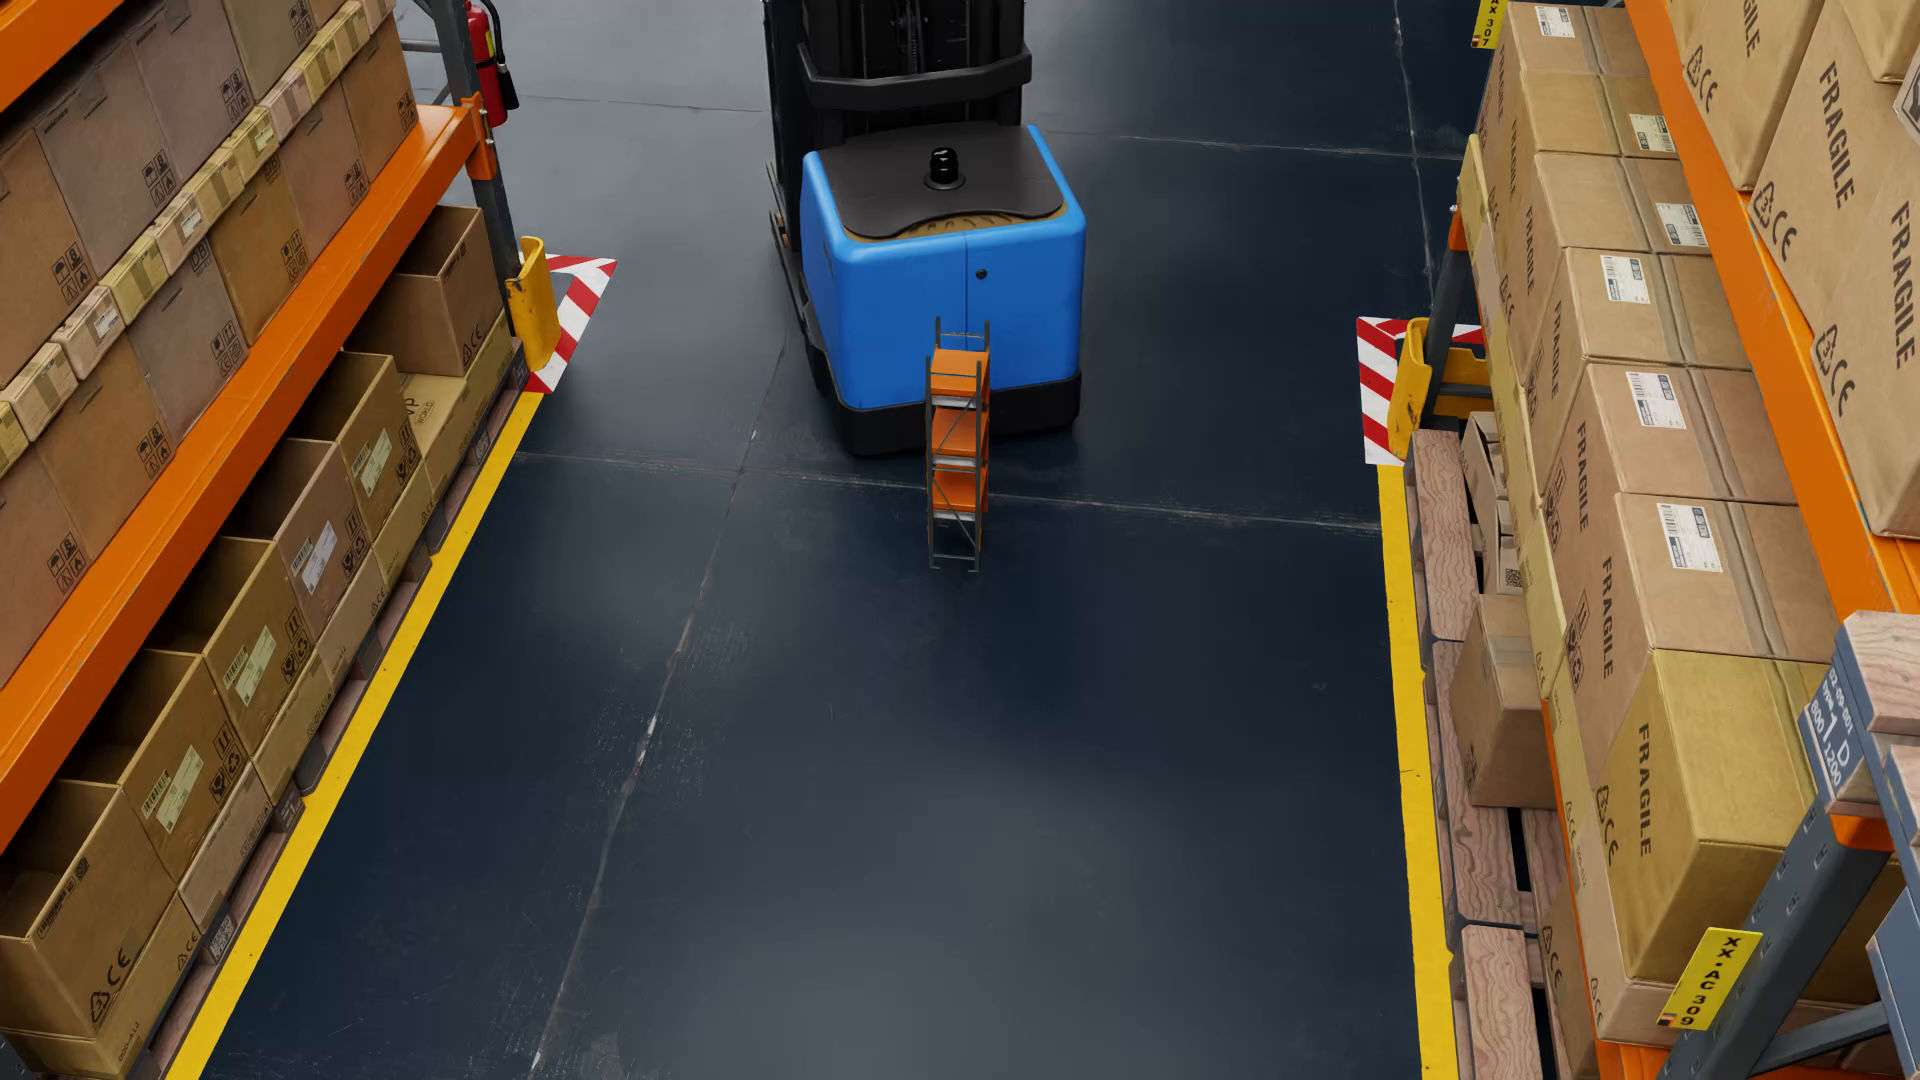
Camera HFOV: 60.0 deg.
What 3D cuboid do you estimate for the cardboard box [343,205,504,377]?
[{"bbox_3d":[-2.232,-1.033,6.809,0.500,0.500,0.500,5,44,6],"label":"cardboard box"}]

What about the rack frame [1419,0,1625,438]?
[{"bbox_3d":[2.454,-1.552,6.207,1.000,3.000,0.127,5,44,6],"label":"rack frame"}]

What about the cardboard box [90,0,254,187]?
[{"bbox_3d":[-2.668,-1.451,5.085,0.700,0.500,0.500,5,44,6],"label":"cardboard box"}]

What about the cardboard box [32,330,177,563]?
[{"bbox_3d":[-2.799,-0.314,4.828,0.700,0.500,0.500,6,44,6],"label":"cardboard box"}]

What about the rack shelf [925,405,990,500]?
[{"bbox_3d":[-0.007,-0.337,6.358,0.215,0.259,0.240,5,44,6],"label":"rack shelf"}]

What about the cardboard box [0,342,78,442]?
[{"bbox_3d":[-2.624,-0.407,4.454,0.380,0.149,0.250,4,44,4],"label":"cardboard box"}]

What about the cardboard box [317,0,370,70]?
[{"bbox_3d":[-2.351,-1.815,5.941,0.380,0.149,0.250,6,44,7],"label":"cardboard box"}]

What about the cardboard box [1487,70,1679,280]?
[{"bbox_3d":[2.018,-1.143,5.325,0.500,0.500,0.500,5,44,6],"label":"cardboard box"}]

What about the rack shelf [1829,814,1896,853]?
[{"bbox_3d":[1.661,1.709,1.105,1.077,0.370,4.000,5,44,6],"label":"rack shelf"}]

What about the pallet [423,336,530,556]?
[{"bbox_3d":[-2.516,-0.462,7.084,1.003,0.211,1.213,5,44,6],"label":"pallet"}]

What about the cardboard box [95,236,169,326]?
[{"bbox_3d":[-2.556,-0.767,4.834,0.380,0.149,0.250,5,44,5],"label":"cardboard box"}]

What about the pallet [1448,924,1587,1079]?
[{"bbox_3d":[1.979,1.726,4.774,1.003,0.211,1.213,5,44,6],"label":"pallet"}]

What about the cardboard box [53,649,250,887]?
[{"bbox_3d":[-2.555,0.671,5.009,0.500,0.500,0.500,5,44,6],"label":"cardboard box"}]

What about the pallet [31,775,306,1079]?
[{"bbox_3d":[-2.839,1.201,5.328,1.003,0.211,1.213,5,44,6],"label":"pallet"}]

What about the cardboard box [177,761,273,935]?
[{"bbox_3d":[-2.552,0.944,5.266,0.500,0.250,0.500,5,44,6],"label":"cardboard box"}]

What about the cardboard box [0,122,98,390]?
[{"bbox_3d":[-2.800,-0.770,4.365,0.700,0.500,0.500,5,44,5],"label":"cardboard box"}]

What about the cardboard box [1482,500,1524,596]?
[{"bbox_3d":[2.198,0.117,6.081,0.500,0.311,0.500,9,44,9],"label":"cardboard box"}]

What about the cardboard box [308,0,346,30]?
[{"bbox_3d":[-2.538,-2.154,5.827,0.700,0.500,0.500,5,44,6],"label":"cardboard box"}]

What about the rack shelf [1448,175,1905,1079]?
[{"bbox_3d":[2.190,0.072,5.015,1.077,0.370,4.000,5,44,6],"label":"rack shelf"}]

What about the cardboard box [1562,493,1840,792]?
[{"bbox_3d":[1.742,0.258,3.845,0.500,0.500,0.500,5,44,5],"label":"cardboard box"}]

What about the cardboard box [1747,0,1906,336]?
[{"bbox_3d":[1.827,-0.669,3.006,0.500,0.500,0.500,2,43,2],"label":"cardboard box"}]

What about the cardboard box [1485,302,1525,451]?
[{"bbox_3d":[1.947,-0.499,5.190,0.500,0.250,0.500,5,44,5],"label":"cardboard box"}]

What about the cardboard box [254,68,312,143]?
[{"bbox_3d":[-2.420,-1.470,5.576,0.380,0.149,0.250,6,44,6],"label":"cardboard box"}]

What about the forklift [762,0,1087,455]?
[{"bbox_3d":[-0.322,-2.450,7.206,1.130,2.935,3.031,-9,44,-10],"label":"forklift"}]

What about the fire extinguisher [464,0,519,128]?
[{"bbox_3d":[-1.980,-2.010,6.747,0.296,0.674,0.183,5,44,6],"label":"fire extinguisher"}]

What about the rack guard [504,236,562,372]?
[{"bbox_3d":[-2.453,-1.108,7.557,1.175,0.500,0.348,5,44,6],"label":"rack guard"}]

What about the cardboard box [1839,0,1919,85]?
[{"bbox_3d":[1.785,-1.064,2.696,0.500,0.500,0.500,7,44,8],"label":"cardboard box"}]

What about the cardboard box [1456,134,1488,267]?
[{"bbox_3d":[2.075,-1.201,5.931,0.500,0.250,0.500,4,44,4],"label":"cardboard box"}]

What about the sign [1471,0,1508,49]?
[{"bbox_3d":[1.916,-1.915,5.962,0.100,0.325,0.005,5,44,6],"label":"sign"}]

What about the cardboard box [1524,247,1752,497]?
[{"bbox_3d":[1.887,-0.438,4.581,0.500,0.500,0.500,6,44,7],"label":"cardboard box"}]

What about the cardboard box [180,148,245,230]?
[{"bbox_3d":[-2.488,-1.111,5.197,0.380,0.149,0.250,6,44,7],"label":"cardboard box"}]

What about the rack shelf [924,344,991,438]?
[{"bbox_3d":[-0.007,-0.543,6.163,0.215,0.259,0.240,5,44,6],"label":"rack shelf"}]

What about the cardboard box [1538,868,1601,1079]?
[{"bbox_3d":[2.023,1.211,4.787,0.500,0.500,0.500,2,43,2],"label":"cardboard box"}]

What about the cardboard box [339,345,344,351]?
[{"bbox_3d":[-2.748,-0.808,7.116,0.500,0.250,0.500,5,44,6],"label":"cardboard box"}]

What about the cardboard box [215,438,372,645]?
[{"bbox_3d":[-2.417,-0.010,5.728,0.500,0.500,0.500,5,44,6],"label":"cardboard box"}]

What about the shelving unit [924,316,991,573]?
[{"bbox_3d":[-0.007,-0.345,6.351,0.215,1.050,0.252,5,44,6],"label":"shelving unit"}]

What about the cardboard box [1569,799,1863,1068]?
[{"bbox_3d":[1.688,0.871,3.743,0.500,0.250,0.500,5,44,6],"label":"cardboard box"}]

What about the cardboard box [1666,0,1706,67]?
[{"bbox_3d":[1.942,-1.395,3.773,0.500,0.500,0.500,8,44,8],"label":"cardboard box"}]

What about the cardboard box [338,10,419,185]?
[{"bbox_3d":[-2.531,-1.719,6.311,0.700,0.500,0.500,5,44,6],"label":"cardboard box"}]

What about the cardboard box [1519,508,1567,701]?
[{"bbox_3d":[1.813,0.188,4.464,0.500,0.250,0.500,5,44,5],"label":"cardboard box"}]

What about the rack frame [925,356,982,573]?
[{"bbox_3d":[-0.023,-0.262,6.263,0.200,1.050,0.008,5,44,6],"label":"rack frame"}]

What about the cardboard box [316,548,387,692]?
[{"bbox_3d":[-2.421,0.262,5.986,0.500,0.250,0.500,5,44,6],"label":"cardboard box"}]

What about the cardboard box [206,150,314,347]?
[{"bbox_3d":[-2.667,-1.023,5.576,0.700,0.500,0.500,6,44,6],"label":"cardboard box"}]

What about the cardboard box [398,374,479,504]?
[{"bbox_3d":[-2.289,-0.419,6.706,0.500,0.250,0.500,5,44,6],"label":"cardboard box"}]
